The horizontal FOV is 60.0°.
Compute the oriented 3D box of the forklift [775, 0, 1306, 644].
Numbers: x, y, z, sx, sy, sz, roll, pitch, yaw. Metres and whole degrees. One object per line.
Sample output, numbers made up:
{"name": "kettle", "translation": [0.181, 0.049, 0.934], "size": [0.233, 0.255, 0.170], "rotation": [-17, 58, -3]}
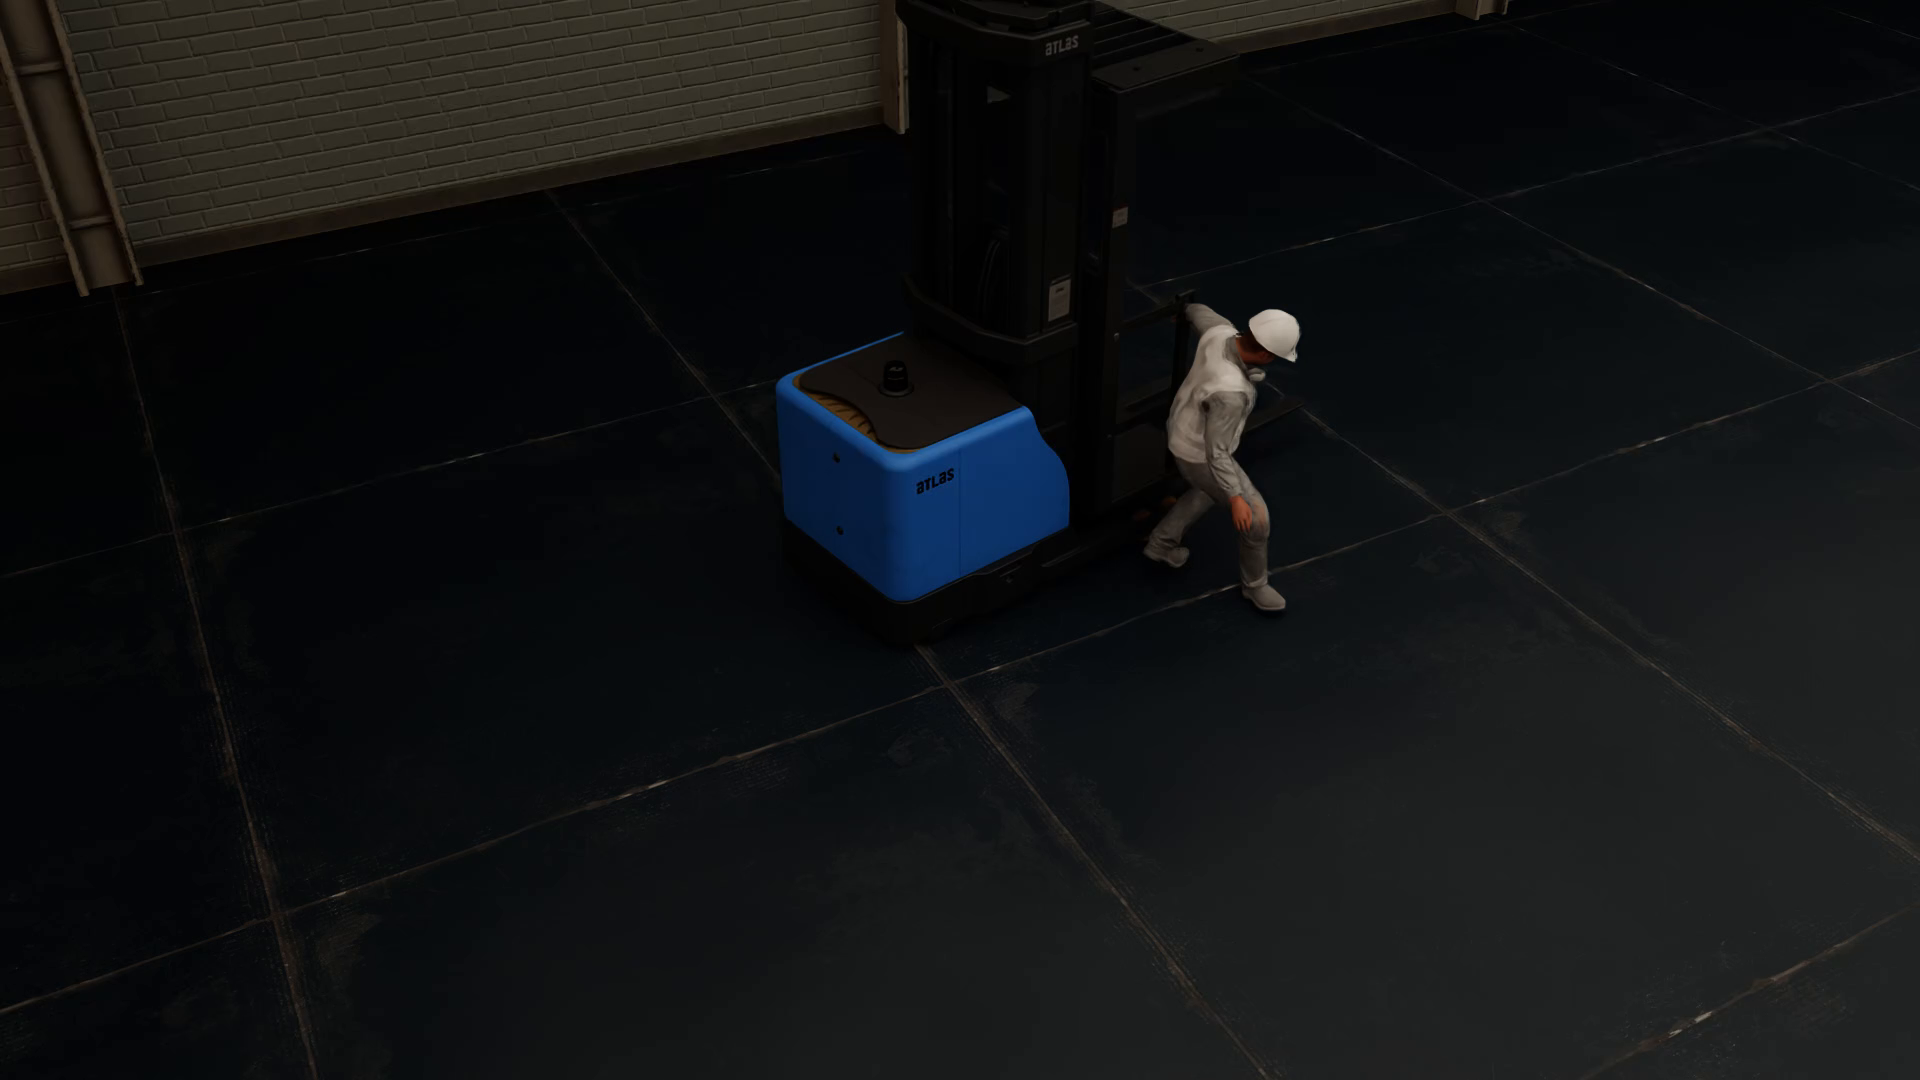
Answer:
{"name": "forklift", "translation": [0.571, -1.405, 8.111], "size": [3.031, 2.935, 1.130], "rotation": [-25, 42, -31]}

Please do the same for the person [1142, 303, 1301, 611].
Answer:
{"name": "person", "translation": [1.268, -0.508, 8.041], "size": [0.702, 1.559, 1.160], "rotation": [3, 35, 4]}
